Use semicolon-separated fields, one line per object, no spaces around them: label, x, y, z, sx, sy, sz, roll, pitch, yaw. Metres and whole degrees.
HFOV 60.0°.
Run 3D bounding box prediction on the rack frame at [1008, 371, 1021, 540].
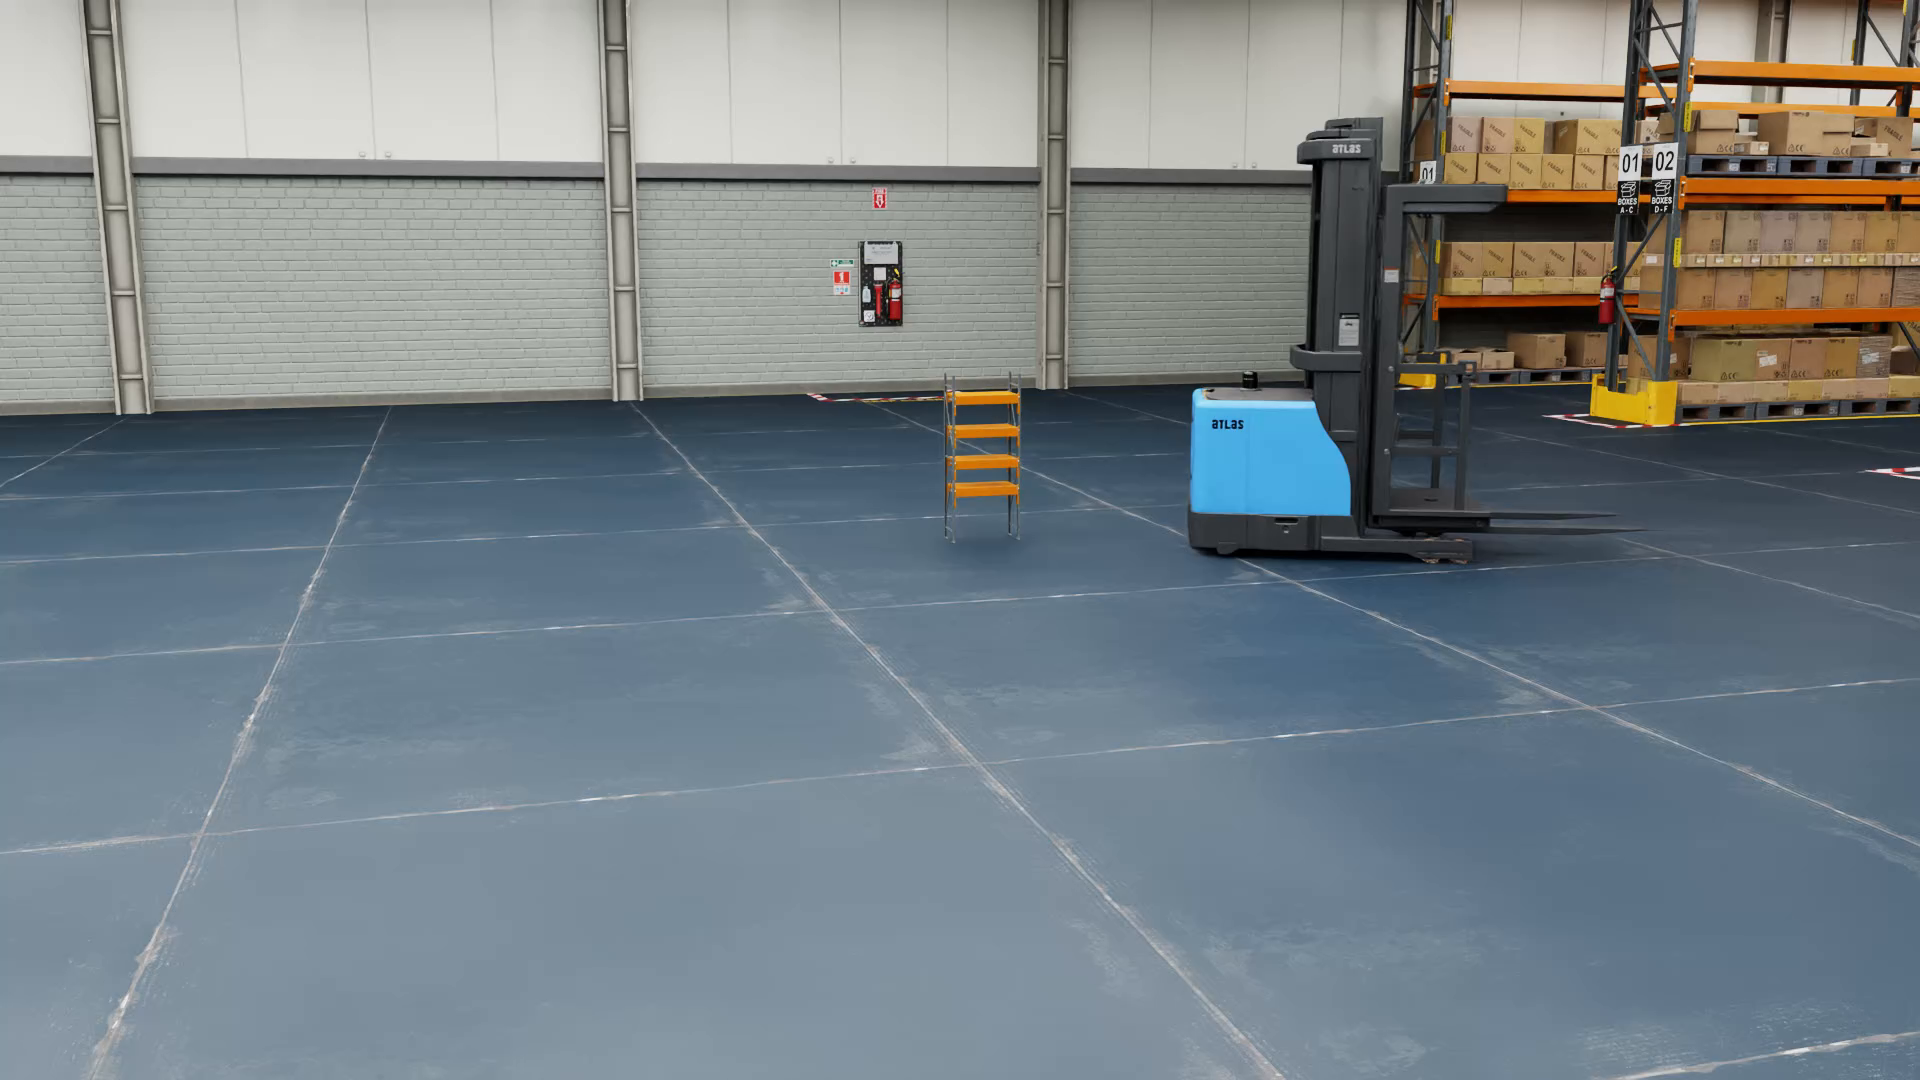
rack frame;0.393;-0.611;12.050;0.015;1.200;0.240;-3;11;-16

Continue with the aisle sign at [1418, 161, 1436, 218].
aisle sign;6.661;-4.997;23.722;0.004;0.787;0.394;-3;11;-16

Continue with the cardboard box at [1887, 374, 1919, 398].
cardboard box;11.490;-1.908;20.561;0.500;0.250;0.500;-3;11;-16

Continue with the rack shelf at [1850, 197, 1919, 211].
rack shelf;16.247;-5.401;26.803;4.000;0.370;1.077;-3;11;-16

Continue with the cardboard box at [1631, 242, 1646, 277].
cardboard box;10.119;-4.203;24.882;0.500;0.500;0.500;-3;11;-16

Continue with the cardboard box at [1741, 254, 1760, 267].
cardboard box;9.207;-3.302;19.631;0.250;0.149;0.380;-3;11;-17

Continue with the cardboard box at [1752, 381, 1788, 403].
cardboard box;9.570;-1.807;20.011;0.500;0.250;0.500;-3;11;-16

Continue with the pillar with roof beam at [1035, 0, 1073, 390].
pillar with roof beam;2.519;-5.858;19.013;0.400;9.000;9.100;-3;11;-16

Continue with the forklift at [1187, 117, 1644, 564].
forklift;3.139;-1.383;11.461;3.031;2.935;1.130;1;10;6

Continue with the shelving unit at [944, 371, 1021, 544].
shelving unit;0.159;-0.598;11.983;0.503;1.200;0.258;-3;11;-16

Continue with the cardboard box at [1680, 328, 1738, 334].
cardboard box;11.671;-3.038;25.954;0.500;0.500;0.700;-3;11;-17

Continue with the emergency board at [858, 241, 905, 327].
emergency board;-1.068;-3.538;22.978;0.643;1.169;0.194;-3;11;-16

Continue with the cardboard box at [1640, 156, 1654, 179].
cardboard box;10.068;-5.442;24.705;0.500;0.500;0.500;-3;11;-14

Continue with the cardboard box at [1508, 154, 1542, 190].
cardboard box;8.060;-5.329;24.095;0.500;0.500;0.500;-2;11;-13

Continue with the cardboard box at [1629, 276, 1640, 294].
cardboard box;10.116;-3.836;24.956;0.500;0.250;0.500;-3;11;-16

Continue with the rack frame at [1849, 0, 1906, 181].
rack frame;14.327;-7.129;25.917;0.127;3.000;1.000;-3;11;-16

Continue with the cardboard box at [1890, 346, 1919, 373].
cardboard box;12.183;-2.316;21.226;0.500;0.311;0.500;-3;11;-16

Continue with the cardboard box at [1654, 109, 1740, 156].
cardboard box;8.587;-4.743;19.407;0.637;0.503;0.797;-2;11;-12

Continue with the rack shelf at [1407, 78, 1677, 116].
rack shelf;8.566;-6.470;24.333;4.000;0.370;1.077;-3;11;-16

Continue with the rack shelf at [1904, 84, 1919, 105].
rack shelf;13.795;-5.616;20.792;4.000;0.370;1.077;-3;11;-16

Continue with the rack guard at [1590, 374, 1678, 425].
rack guard;8.011;-1.682;19.804;0.348;0.500;1.175;-3;11;-16

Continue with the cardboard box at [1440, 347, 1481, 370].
cardboard box;7.335;-2.687;24.570;0.500;0.311;0.500;-4;11;-22

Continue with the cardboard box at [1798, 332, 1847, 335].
cardboard box;10.864;-2.343;20.850;0.500;0.500;0.500;-3;11;-16

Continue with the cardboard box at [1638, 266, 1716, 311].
cardboard box;8.486;-2.983;19.691;0.500;0.500;0.700;-3;11;-16

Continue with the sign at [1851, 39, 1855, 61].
sign;14.168;-7.763;26.341;0.005;0.325;0.100;-3;11;-16

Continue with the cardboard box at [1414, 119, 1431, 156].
cardboard box;6.987;-5.867;24.253;0.500;0.500;0.500;-3;11;-13

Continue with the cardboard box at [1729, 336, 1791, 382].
cardboard box;9.567;-2.178;19.954;0.500;0.500;0.500;-3;11;-16

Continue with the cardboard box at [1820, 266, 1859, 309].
cardboard box;10.463;-3.088;20.262;0.500;0.500;0.700;-3;11;-15

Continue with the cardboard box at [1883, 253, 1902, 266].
cardboard box;11.185;-3.407;20.199;0.250;0.149;0.380;-3;11;-18

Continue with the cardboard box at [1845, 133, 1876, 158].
cardboard box;10.799;-4.815;20.332;0.500;0.311;0.500;-4;11;-19

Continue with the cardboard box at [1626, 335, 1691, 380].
cardboard box;8.466;-2.215;20.156;0.500;0.500;0.500;-3;11;-16

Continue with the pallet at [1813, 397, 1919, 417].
pallet;11.099;-1.711;20.757;1.213;0.211;1.003;-3;11;-16

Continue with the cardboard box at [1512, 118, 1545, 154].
cardboard box;8.068;-5.822;24.006;0.500;0.500;0.500;-3;11;-14

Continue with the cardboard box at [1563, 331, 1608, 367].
cardboard box;9.501;-2.904;25.224;0.500;0.500;0.500;-4;11;-20

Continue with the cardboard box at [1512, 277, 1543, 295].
cardboard box;8.189;-3.733;24.398;0.500;0.250;0.500;-3;11;-17

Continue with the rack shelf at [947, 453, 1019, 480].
rack shelf;0.159;-0.532;11.996;0.480;0.148;0.258;-3;11;-16

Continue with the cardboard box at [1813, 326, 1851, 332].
cardboard box;13.650;-3.120;26.399;0.500;0.500;0.700;-3;11;-15

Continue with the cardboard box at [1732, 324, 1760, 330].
cardboard box;12.109;-3.422;25.968;0.500;0.250;0.500;-3;11;-18

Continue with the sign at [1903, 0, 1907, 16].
sign;11.712;-6.658;20.558;0.005;0.325;0.100;-3;11;-16

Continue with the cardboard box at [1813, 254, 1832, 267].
cardboard box;10.200;-3.355;19.916;0.250;0.149;0.380;-3;11;-14

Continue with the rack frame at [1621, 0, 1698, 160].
rack frame;8.034;-5.863;19.041;0.127;3.000;1.000;-3;11;-16

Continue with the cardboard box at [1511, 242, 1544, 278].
cardboard box;8.163;-4.099;24.315;0.500;0.500;0.500;-3;11;-18

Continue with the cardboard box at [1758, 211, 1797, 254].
cardboard box;9.524;-3.677;19.878;0.500;0.500;0.700;-3;11;-16

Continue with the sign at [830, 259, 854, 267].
sign;-1.621;-3.804;22.865;0.331;0.109;0.001;-3;11;-16

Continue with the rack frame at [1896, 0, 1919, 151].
rack frame;11.875;-6.066;20.141;0.127;3.000;1.000;-3;11;-16

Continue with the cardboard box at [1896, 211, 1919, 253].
cardboard box;11.450;-3.779;20.429;0.500;0.500;0.700;-3;11;-16

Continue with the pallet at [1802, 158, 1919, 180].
pallet;11.063;-4.499;20.161;1.213;0.211;1.003;-3;11;-16
